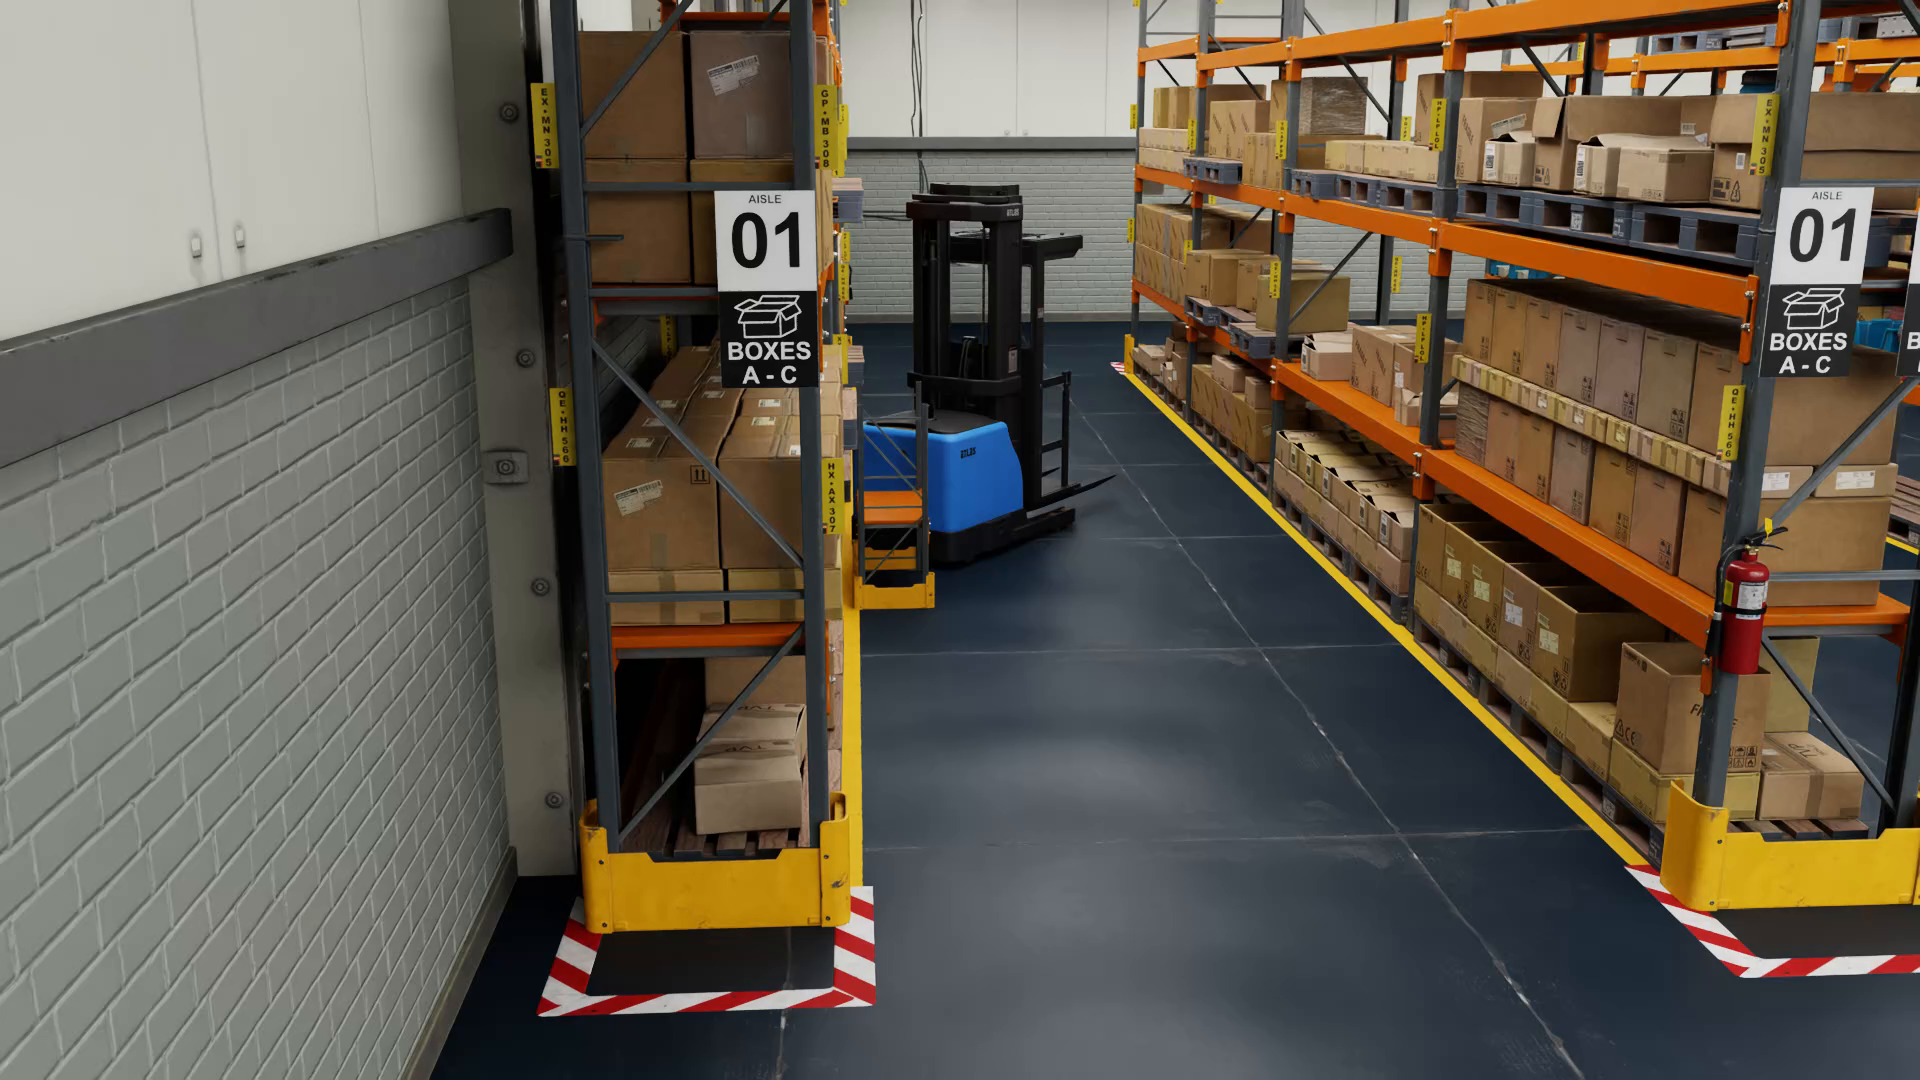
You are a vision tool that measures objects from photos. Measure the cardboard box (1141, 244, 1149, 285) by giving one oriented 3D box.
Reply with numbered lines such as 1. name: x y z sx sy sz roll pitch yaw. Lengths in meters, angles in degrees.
1. cardboard box: 2.677 -3.618 21.867 0.500 0.500 0.500 -1 14 -4

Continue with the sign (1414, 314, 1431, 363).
1. sign: 3.078 -1.339 11.047 0.100 0.325 0.005 -1 14 -3

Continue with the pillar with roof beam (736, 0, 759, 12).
1. pillar with roof beam: 1.198 -7.365 24.591 9.100 9.000 0.400 -1 14 -3

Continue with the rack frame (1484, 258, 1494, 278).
1. rack frame: 7.820 -3.888 23.117 1.000 3.000 0.127 -1 14 -3

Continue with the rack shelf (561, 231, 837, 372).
1. rack shelf: -1.201 -1.357 8.706 1.077 0.370 4.000 -1 14 -3

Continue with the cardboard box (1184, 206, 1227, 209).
1. cardboard box: 3.210 -4.113 21.784 0.500 0.500 0.500 0 14 -2

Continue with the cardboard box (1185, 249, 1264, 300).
1. cardboard box: 2.929 -2.948 18.421 0.700 0.500 0.500 -6 16 -22

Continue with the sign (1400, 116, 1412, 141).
1. sign: 3.926 -3.571 14.668 0.100 0.325 0.005 -1 14 -3

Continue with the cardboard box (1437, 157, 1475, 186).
1. cardboard box: 3.590 -2.565 11.413 0.500 0.250 0.500 1 14 2

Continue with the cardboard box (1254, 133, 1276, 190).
1. cardboard box: 3.279 -3.559 15.617 0.910 0.500 0.500 -1 14 -3

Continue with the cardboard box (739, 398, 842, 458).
1. cardboard box: -0.853 -0.431 8.437 0.500 0.500 0.500 -1 14 -5

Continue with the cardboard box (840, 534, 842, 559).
1. cardboard box: -0.863 -0.075 8.557 0.500 0.250 0.500 -1 14 -4

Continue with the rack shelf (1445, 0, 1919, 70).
1. rack shelf: 3.743 -2.694 8.683 1.077 0.370 4.000 -1 14 -3

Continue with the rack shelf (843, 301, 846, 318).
1. rack shelf: -1.945 -2.889 20.679 1.077 0.370 4.000 -1 14 -3

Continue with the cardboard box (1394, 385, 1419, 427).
1. cardboard box: 3.381 -0.979 12.079 0.396 0.266 0.258 -1 14 -5

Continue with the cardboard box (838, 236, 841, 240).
1. cardboard box: -1.514 -3.066 17.579 0.500 0.250 0.500 -1 14 -2

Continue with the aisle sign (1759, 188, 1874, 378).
1. aisle sign: 3.578 -1.071 6.952 0.394 0.787 0.004 -1 14 -3

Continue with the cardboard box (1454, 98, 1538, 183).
1. cardboard box: 3.387 -2.471 10.265 0.500 0.500 0.500 0 14 1

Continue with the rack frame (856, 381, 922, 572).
1. rack frame: -0.547 -0.484 12.896 0.500 1.500 0.032 -1 14 -4

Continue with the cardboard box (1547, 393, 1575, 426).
1. cardboard box: 3.542 -0.735 9.362 0.380 0.149 0.250 -1 14 -4

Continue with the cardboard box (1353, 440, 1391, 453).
1. cardboard box: 3.688 -0.710 14.317 0.500 0.311 0.500 -1 14 -4

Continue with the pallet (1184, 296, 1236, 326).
1. pallet: 3.064 -2.524 18.202 1.003 0.211 1.213 -1 14 -3

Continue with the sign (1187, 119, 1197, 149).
1. sign: 2.582 -4.510 18.478 0.100 0.325 0.005 -1 14 -3

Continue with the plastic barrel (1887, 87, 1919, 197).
1. plastic barrel: 8.149 -3.386 14.141 0.600 0.901 0.600 0 14 0

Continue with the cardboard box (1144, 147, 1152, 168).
1. cardboard box: 2.672 -4.936 21.472 0.500 0.250 0.500 -1 14 -3

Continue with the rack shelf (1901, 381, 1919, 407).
1. rack shelf: 8.439 -1.052 13.540 1.077 0.370 4.000 -1 14 -3

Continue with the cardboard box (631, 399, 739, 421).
1. cardboard box: -1.376 -0.424 8.409 0.500 0.500 0.500 -1 14 -5

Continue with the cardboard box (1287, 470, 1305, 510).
1. cardboard box: 3.142 -0.435 14.371 0.500 0.250 0.500 -1 14 -5

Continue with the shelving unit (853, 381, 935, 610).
1. shelving unit: -0.513 -0.360 12.414 0.587 1.500 1.083 -1 14 -4

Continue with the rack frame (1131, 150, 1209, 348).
1. rack frame: 2.875 -3.812 22.823 1.000 3.000 0.127 -1 14 -3

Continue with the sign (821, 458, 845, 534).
1. sign: -0.536 -0.183 6.981 0.100 0.325 0.005 -1 14 -3

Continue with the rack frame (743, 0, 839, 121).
1. rack frame: -1.821 -5.645 17.908 1.000 3.000 0.127 -1 14 -3

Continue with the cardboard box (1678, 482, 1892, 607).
1. cardboard box: 3.851 0.002 7.797 0.700 0.500 0.500 -1 14 -3

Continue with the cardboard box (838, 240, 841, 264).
1. cardboard box: -1.483 -2.939 17.086 0.500 0.250 0.500 -1 14 -2

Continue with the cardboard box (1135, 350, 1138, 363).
1. cardboard box: 2.574 -2.481 22.454 0.380 0.166 0.250 -1 14 -3

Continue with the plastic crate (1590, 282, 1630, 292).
1. plastic crate: 7.698 -3.025 19.676 0.392 0.384 0.575 -1 14 -3

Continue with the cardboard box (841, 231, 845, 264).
1. cardboard box: -1.971 -3.573 21.290 0.980 0.700 0.700 -1 14 -4

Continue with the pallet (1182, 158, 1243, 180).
1. pallet: 3.094 -4.016 17.972 1.213 0.211 1.003 -1 14 -3

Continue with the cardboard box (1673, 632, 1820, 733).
1. cardboard box: 4.023 0.671 8.569 0.500 0.500 0.500 -1 14 -3

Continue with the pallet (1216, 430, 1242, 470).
1. pallet: 3.290 -0.961 17.338 1.003 0.211 1.213 -1 14 -3

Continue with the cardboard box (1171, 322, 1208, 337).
1. cardboard box: 3.155 -2.683 22.569 0.500 0.500 0.500 -1 14 -3

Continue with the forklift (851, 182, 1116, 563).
1. forklift: 0.347 -1.550 14.169 1.130 2.935 3.031 9 17 32

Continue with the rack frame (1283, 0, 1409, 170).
1. rack frame: 3.371 -4.728 14.343 1.000 3.000 0.127 -1 14 -3

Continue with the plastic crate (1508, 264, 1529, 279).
1. plastic crate: 7.547 -3.605 22.235 0.416 0.233 0.300 -1 14 -3

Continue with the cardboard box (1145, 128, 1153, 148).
1. cardboard box: 2.671 -5.178 21.410 0.500 0.250 0.500 -1 14 -3

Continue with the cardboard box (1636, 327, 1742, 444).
1. cardboard box: 3.809 -0.770 8.195 0.700 0.500 0.500 -1 14 -5

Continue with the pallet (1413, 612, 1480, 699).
1. pallet: 3.626 0.721 10.800 1.003 0.211 1.213 -1 14 -3

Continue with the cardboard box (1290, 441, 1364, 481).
1. cardboard box: 3.151 -0.701 14.280 0.500 0.311 0.500 -1 14 -5

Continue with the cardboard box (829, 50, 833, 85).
1. cardboard box: -0.936 -2.359 8.908 0.500 0.500 0.500 -1 14 -5

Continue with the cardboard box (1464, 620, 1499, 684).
1. cardboard box: 3.397 0.669 10.081 0.500 0.250 0.500 -1 14 -3

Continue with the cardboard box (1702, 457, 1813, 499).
1. cardboard box: 3.653 -0.288 7.622 0.380 0.149 0.250 -1 14 -4

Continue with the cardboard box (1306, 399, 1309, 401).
1. cardboard box: 3.564 -1.198 16.795 0.500 0.500 0.500 -1 14 -4

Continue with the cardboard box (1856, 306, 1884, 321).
1. cardboard box: 12.882 -2.981 23.012 0.875 0.875 0.875 -1 14 -3

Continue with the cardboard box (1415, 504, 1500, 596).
1. cardboard box: 3.335 0.057 10.954 0.500 0.500 0.500 -1 14 -3

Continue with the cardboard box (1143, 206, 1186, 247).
1. cardboard box: 2.680 -4.101 21.736 0.500 0.500 0.500 -1 14 -3

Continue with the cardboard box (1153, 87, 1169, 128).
1. cardboard box: 2.870 -5.544 21.328 0.700 0.500 0.500 -1 14 -3

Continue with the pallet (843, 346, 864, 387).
1. pallet: -1.422 -1.477 14.131 1.213 0.211 1.003 -1 14 -3

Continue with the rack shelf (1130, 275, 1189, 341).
1. rack shelf: 2.999 -2.966 20.979 1.077 0.370 4.000 -1 14 -3
